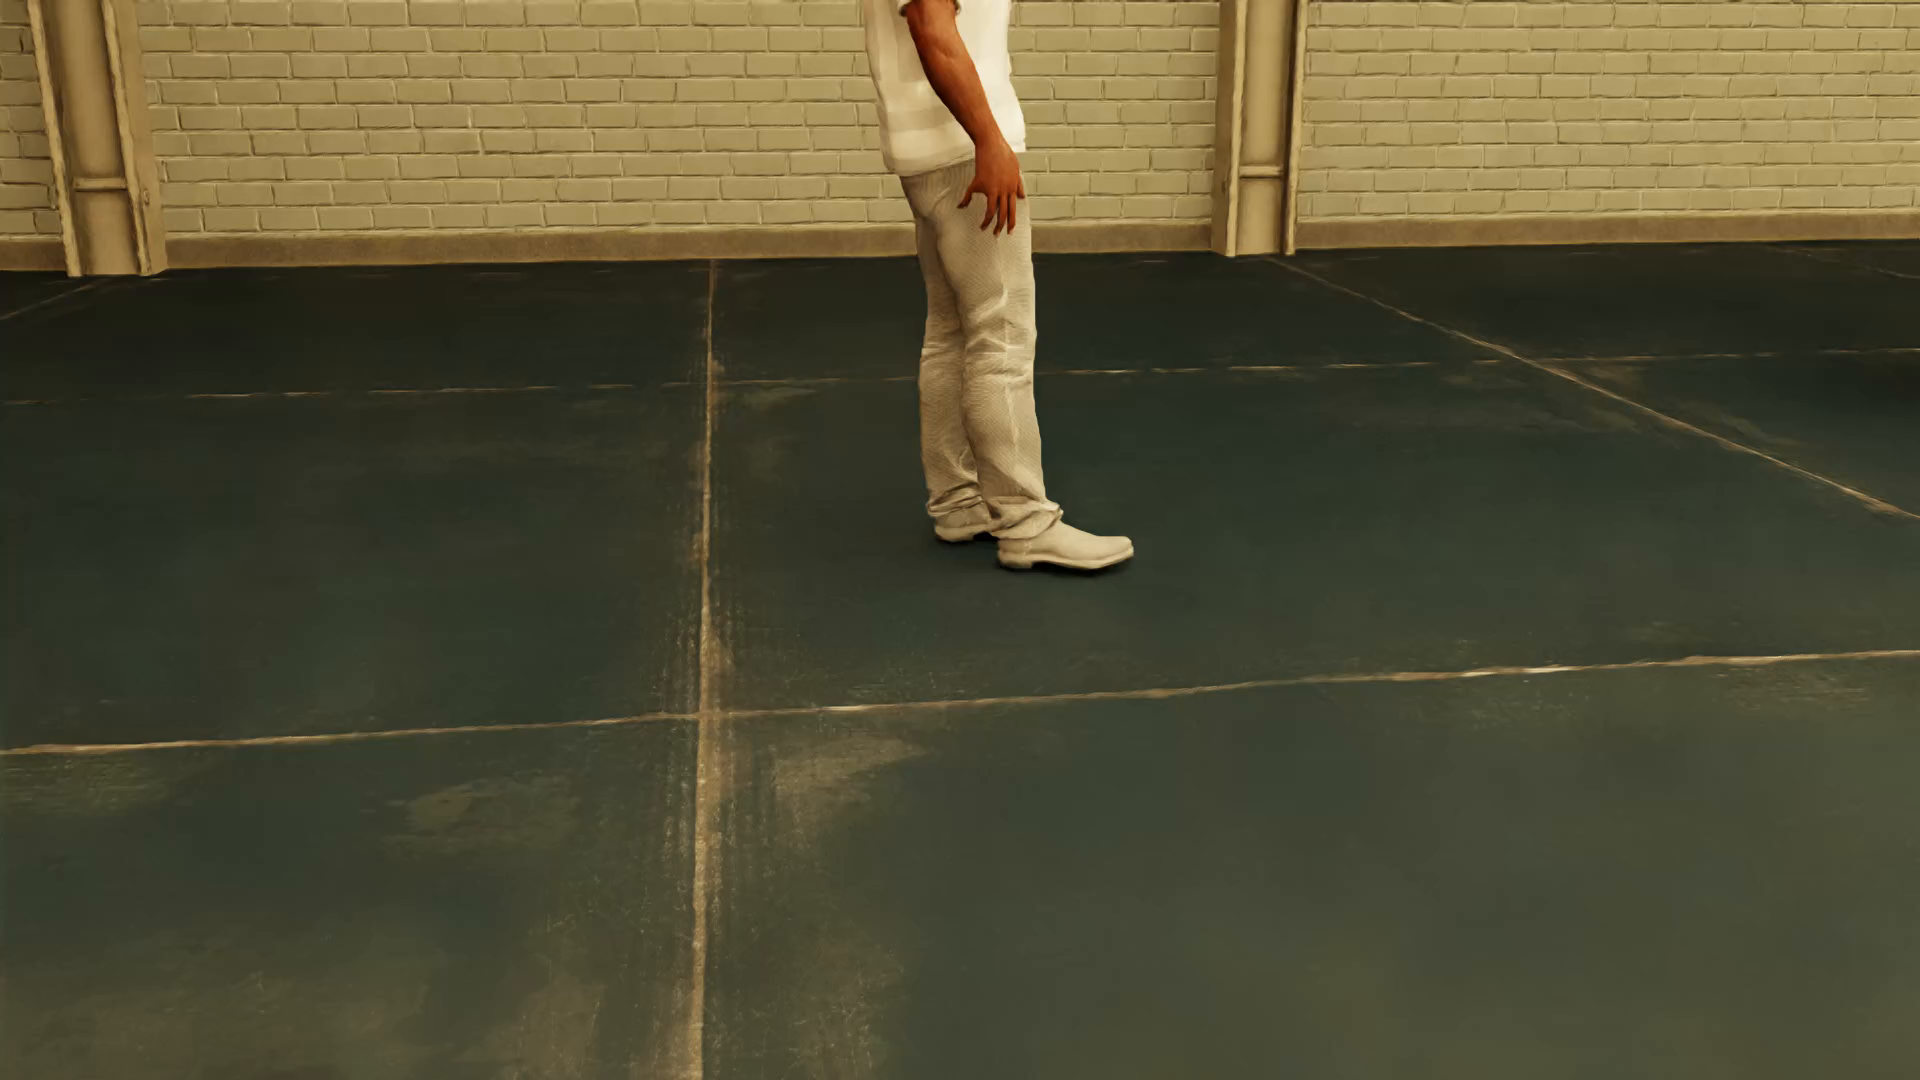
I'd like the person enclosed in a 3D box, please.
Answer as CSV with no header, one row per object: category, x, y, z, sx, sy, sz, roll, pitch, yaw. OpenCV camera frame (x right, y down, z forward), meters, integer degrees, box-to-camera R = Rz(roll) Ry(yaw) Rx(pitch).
person,0.070,-0.854,3.713,0.576,1.766,0.665,-2,17,-8
